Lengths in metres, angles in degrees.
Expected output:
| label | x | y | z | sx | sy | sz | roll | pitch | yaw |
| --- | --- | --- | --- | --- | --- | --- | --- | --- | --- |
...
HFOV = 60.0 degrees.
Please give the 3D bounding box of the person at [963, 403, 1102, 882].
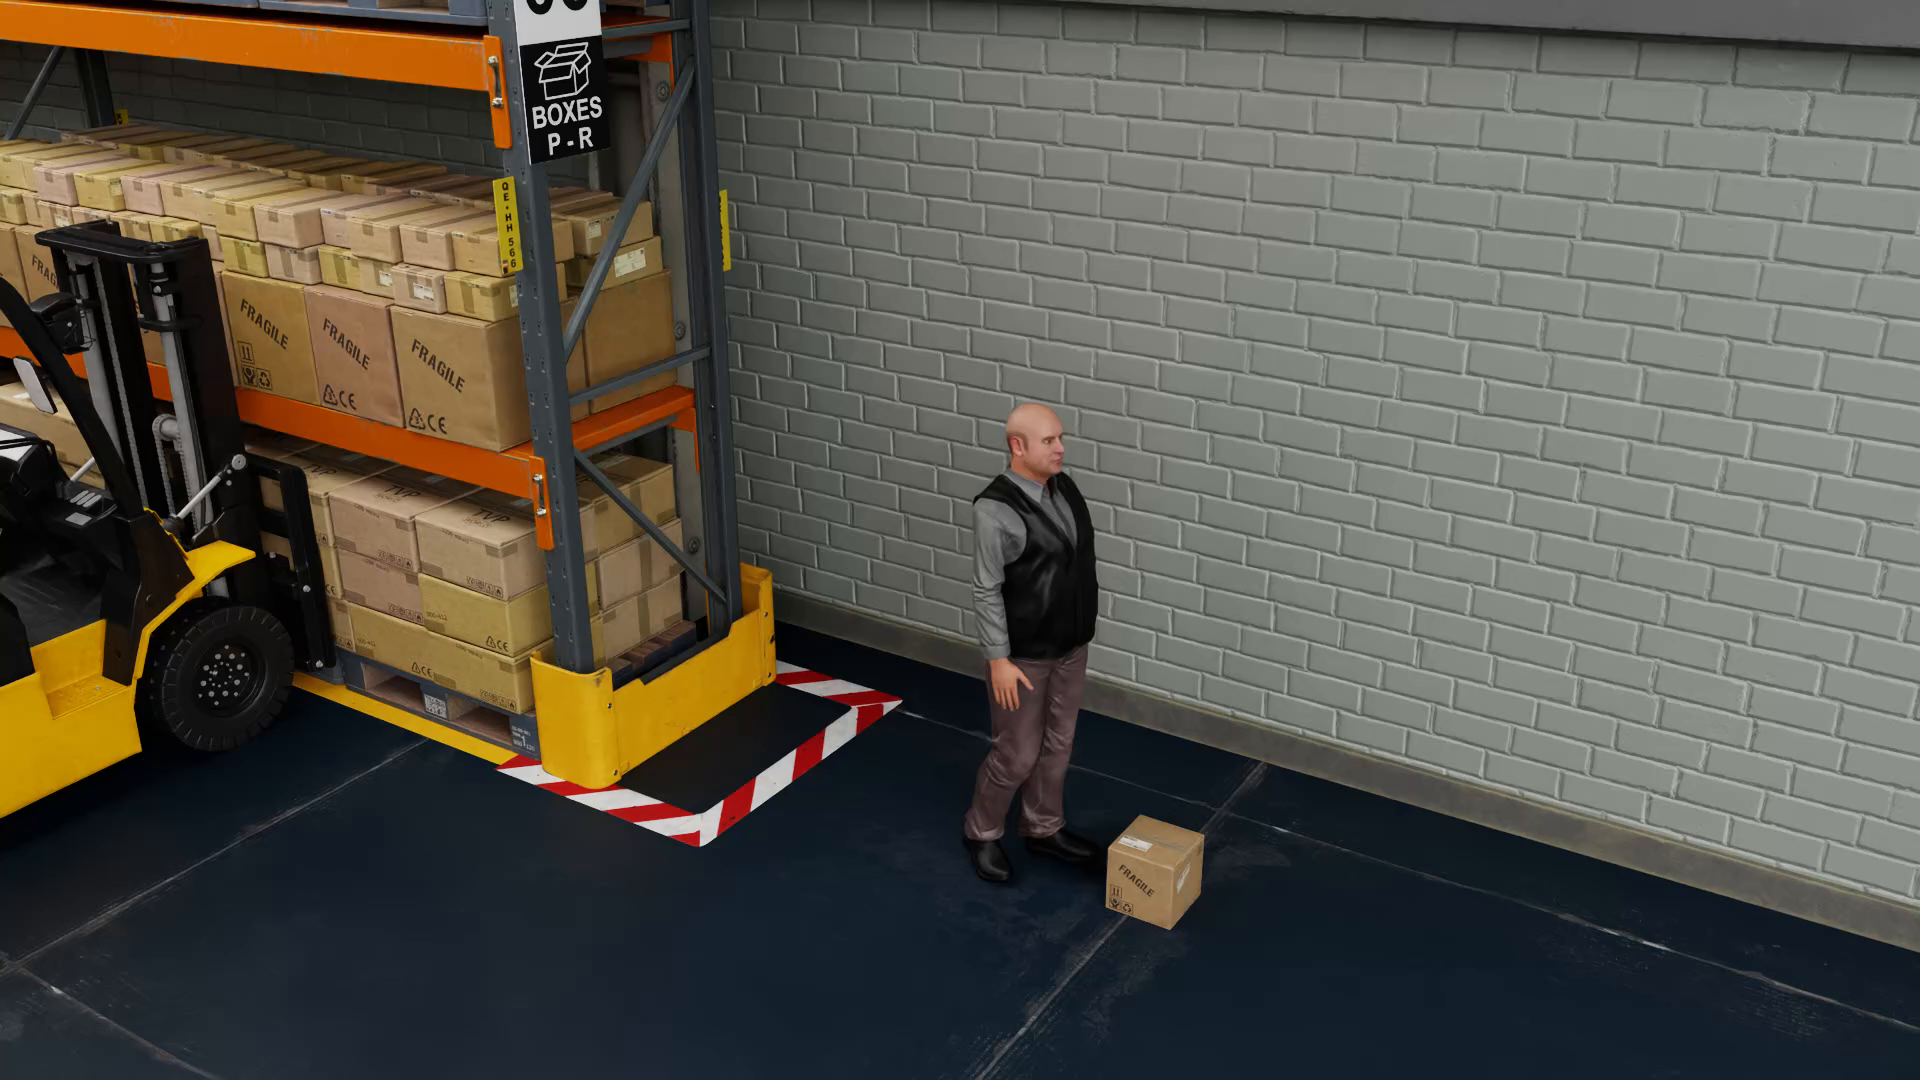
| label | x | y | z | sx | sy | sz | roll | pitch | yaw |
| --- | --- | --- | --- | --- | --- | --- | --- | --- | --- |
| person | 0.258 | 0.366 | 5.742 | 0.453 | 1.722 | 0.562 | 18 | 29 | 36 |
